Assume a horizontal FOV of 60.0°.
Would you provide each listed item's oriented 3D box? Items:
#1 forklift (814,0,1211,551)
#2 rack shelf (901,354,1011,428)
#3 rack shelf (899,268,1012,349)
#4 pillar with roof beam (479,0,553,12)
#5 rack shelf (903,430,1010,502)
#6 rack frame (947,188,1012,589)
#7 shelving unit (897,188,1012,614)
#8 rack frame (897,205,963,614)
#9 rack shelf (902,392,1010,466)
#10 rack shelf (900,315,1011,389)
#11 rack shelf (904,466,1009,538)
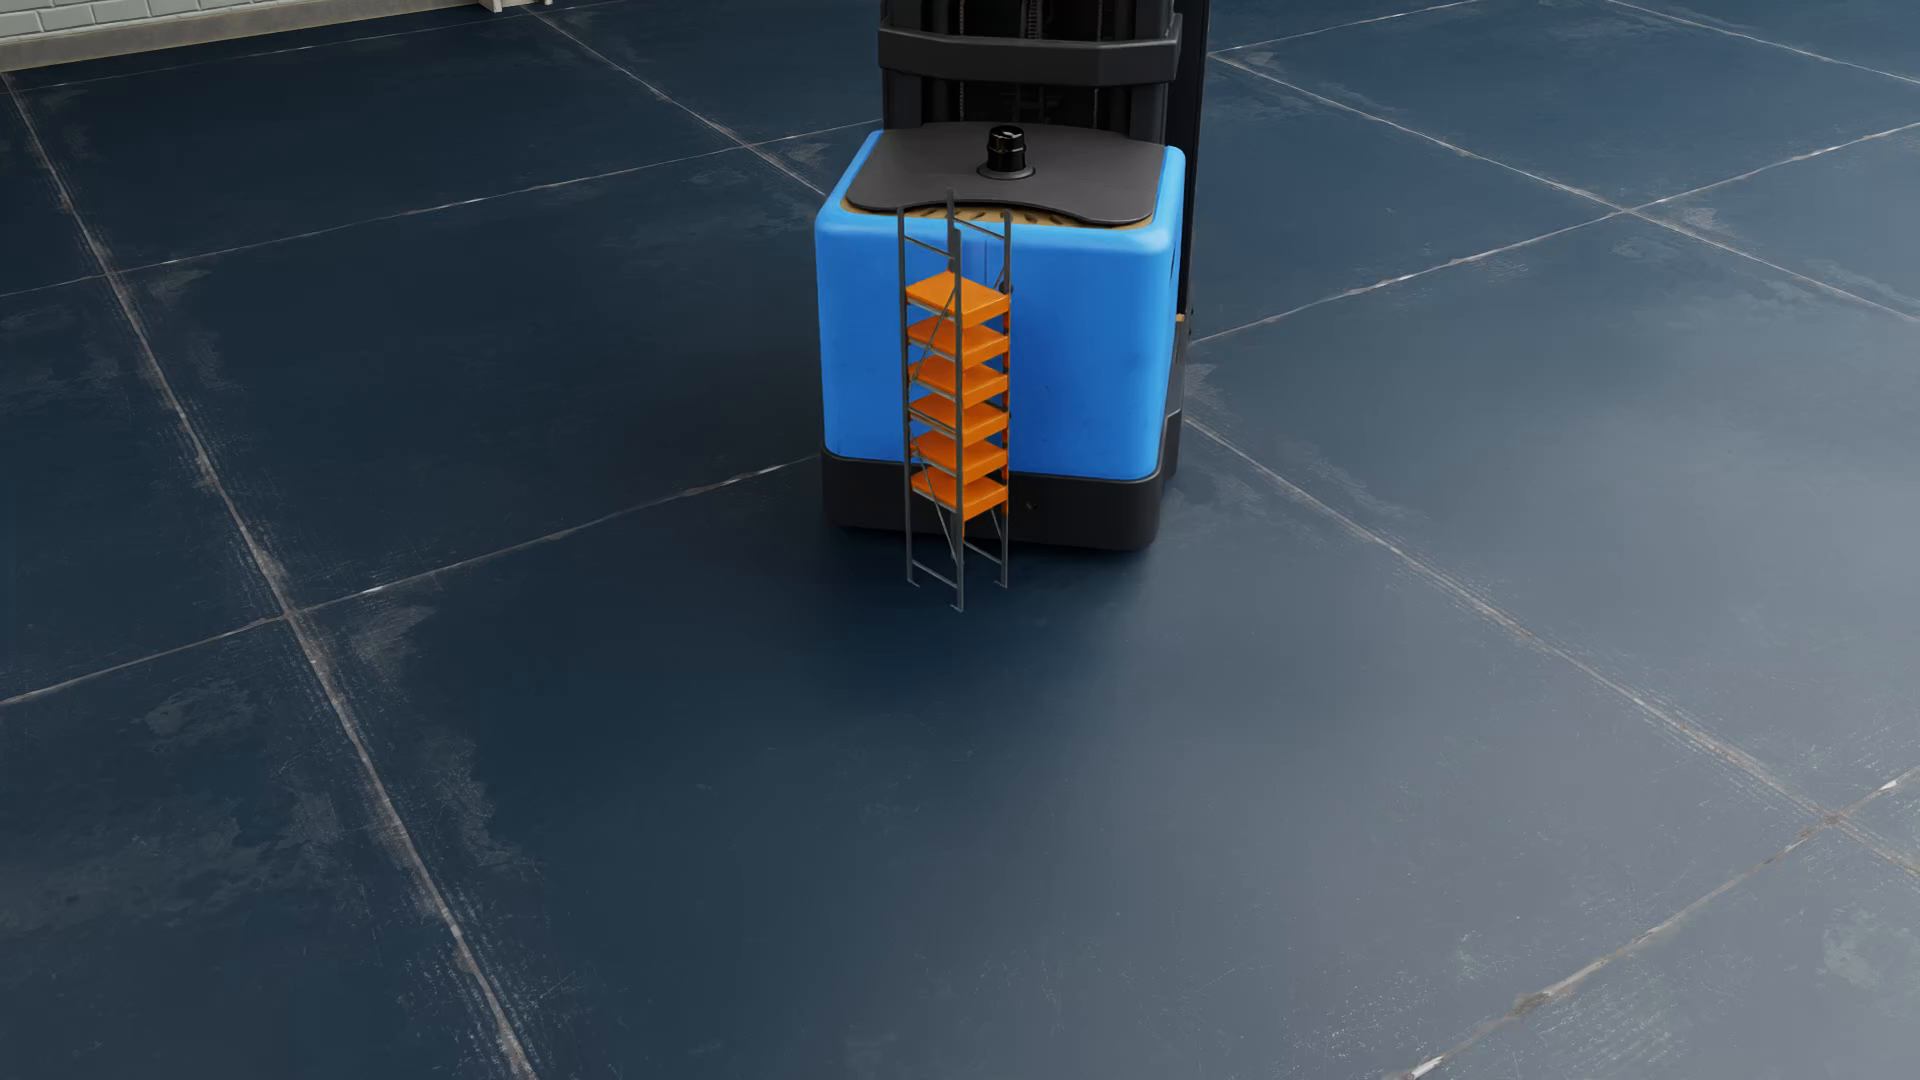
[{"bbox_3d":[0.319,-1.980,5.641,1.130,2.935,3.031,5,33,8],"label":"forklift"},{"bbox_3d":[-0.013,-0.433,4.668,0.180,0.103,0.258,-28,42,-36],"label":"rack shelf"},{"bbox_3d":[-0.014,-0.635,4.539,0.180,0.103,0.258,-28,42,-36],"label":"rack shelf"},{"bbox_3d":[-0.546,-5.352,5.301,0.400,9.000,9.100,-19,37,-27],"label":"pillar with roof beam"},{"bbox_3d":[-0.012,-0.231,4.798,0.180,0.103,0.258,-28,42,-36],"label":"rack shelf"},{"bbox_3d":[0.053,-0.404,4.762,0.006,1.200,0.240,-28,42,-36],"label":"rack frame"},{"bbox_3d":[-0.013,-0.369,4.709,0.189,1.200,0.258,-28,42,-36],"label":"shelving unit"},{"bbox_3d":[-0.078,-0.335,4.656,0.006,1.200,0.240,-28,42,-36],"label":"rack frame"},{"bbox_3d":[-0.012,-0.332,4.733,0.180,0.103,0.258,-28,42,-36],"label":"rack shelf"},{"bbox_3d":[-0.014,-0.534,4.604,0.180,0.103,0.258,-28,42,-36],"label":"rack shelf"},{"bbox_3d":[-0.011,-0.130,4.862,0.180,0.103,0.258,-28,42,-36],"label":"rack shelf"}]
